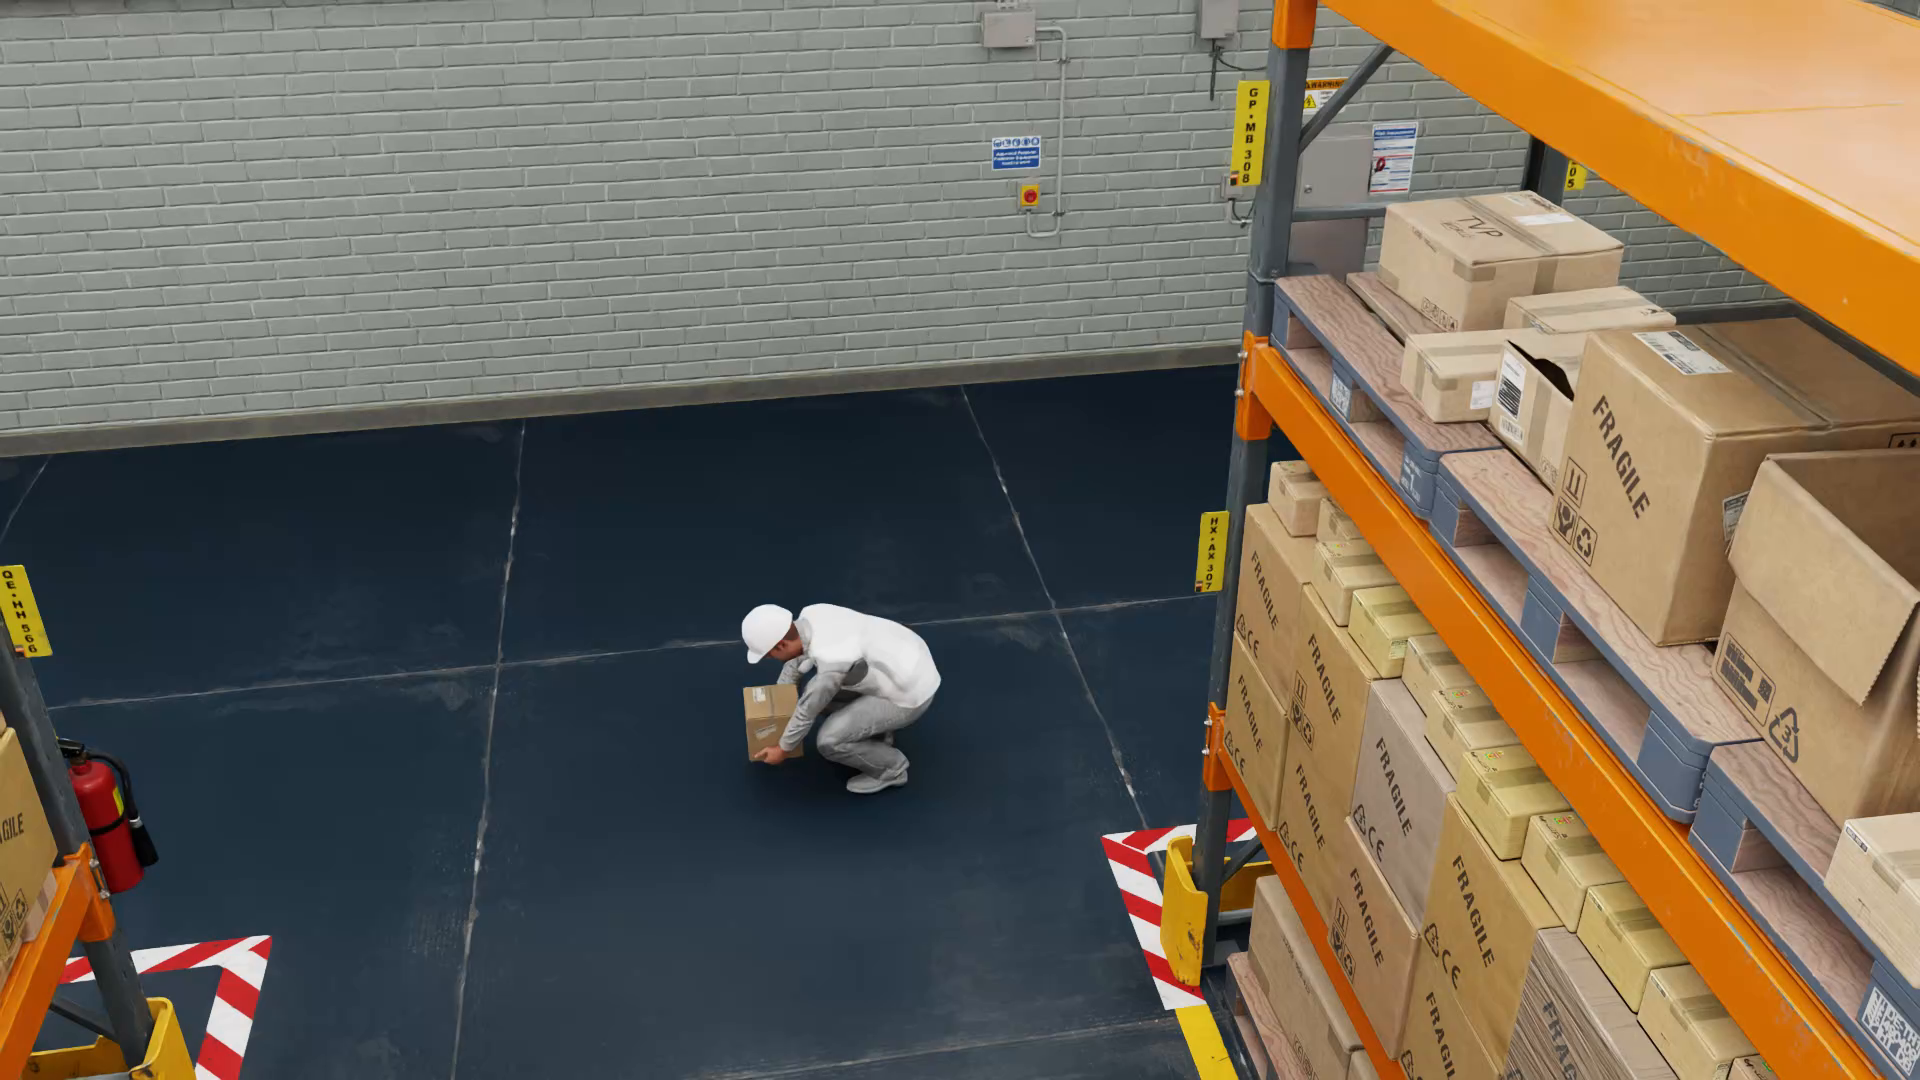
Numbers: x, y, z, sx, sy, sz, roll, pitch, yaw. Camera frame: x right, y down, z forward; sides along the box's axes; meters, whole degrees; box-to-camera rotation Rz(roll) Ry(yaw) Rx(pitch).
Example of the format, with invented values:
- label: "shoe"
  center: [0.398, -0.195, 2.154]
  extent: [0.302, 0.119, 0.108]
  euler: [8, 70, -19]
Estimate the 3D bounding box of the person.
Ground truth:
- label: "person"
  center: [-0.542, 0.682, 7.720]
  extent: [0.892, 1.008, 0.503]
  euler: [-6, 31, -10]
